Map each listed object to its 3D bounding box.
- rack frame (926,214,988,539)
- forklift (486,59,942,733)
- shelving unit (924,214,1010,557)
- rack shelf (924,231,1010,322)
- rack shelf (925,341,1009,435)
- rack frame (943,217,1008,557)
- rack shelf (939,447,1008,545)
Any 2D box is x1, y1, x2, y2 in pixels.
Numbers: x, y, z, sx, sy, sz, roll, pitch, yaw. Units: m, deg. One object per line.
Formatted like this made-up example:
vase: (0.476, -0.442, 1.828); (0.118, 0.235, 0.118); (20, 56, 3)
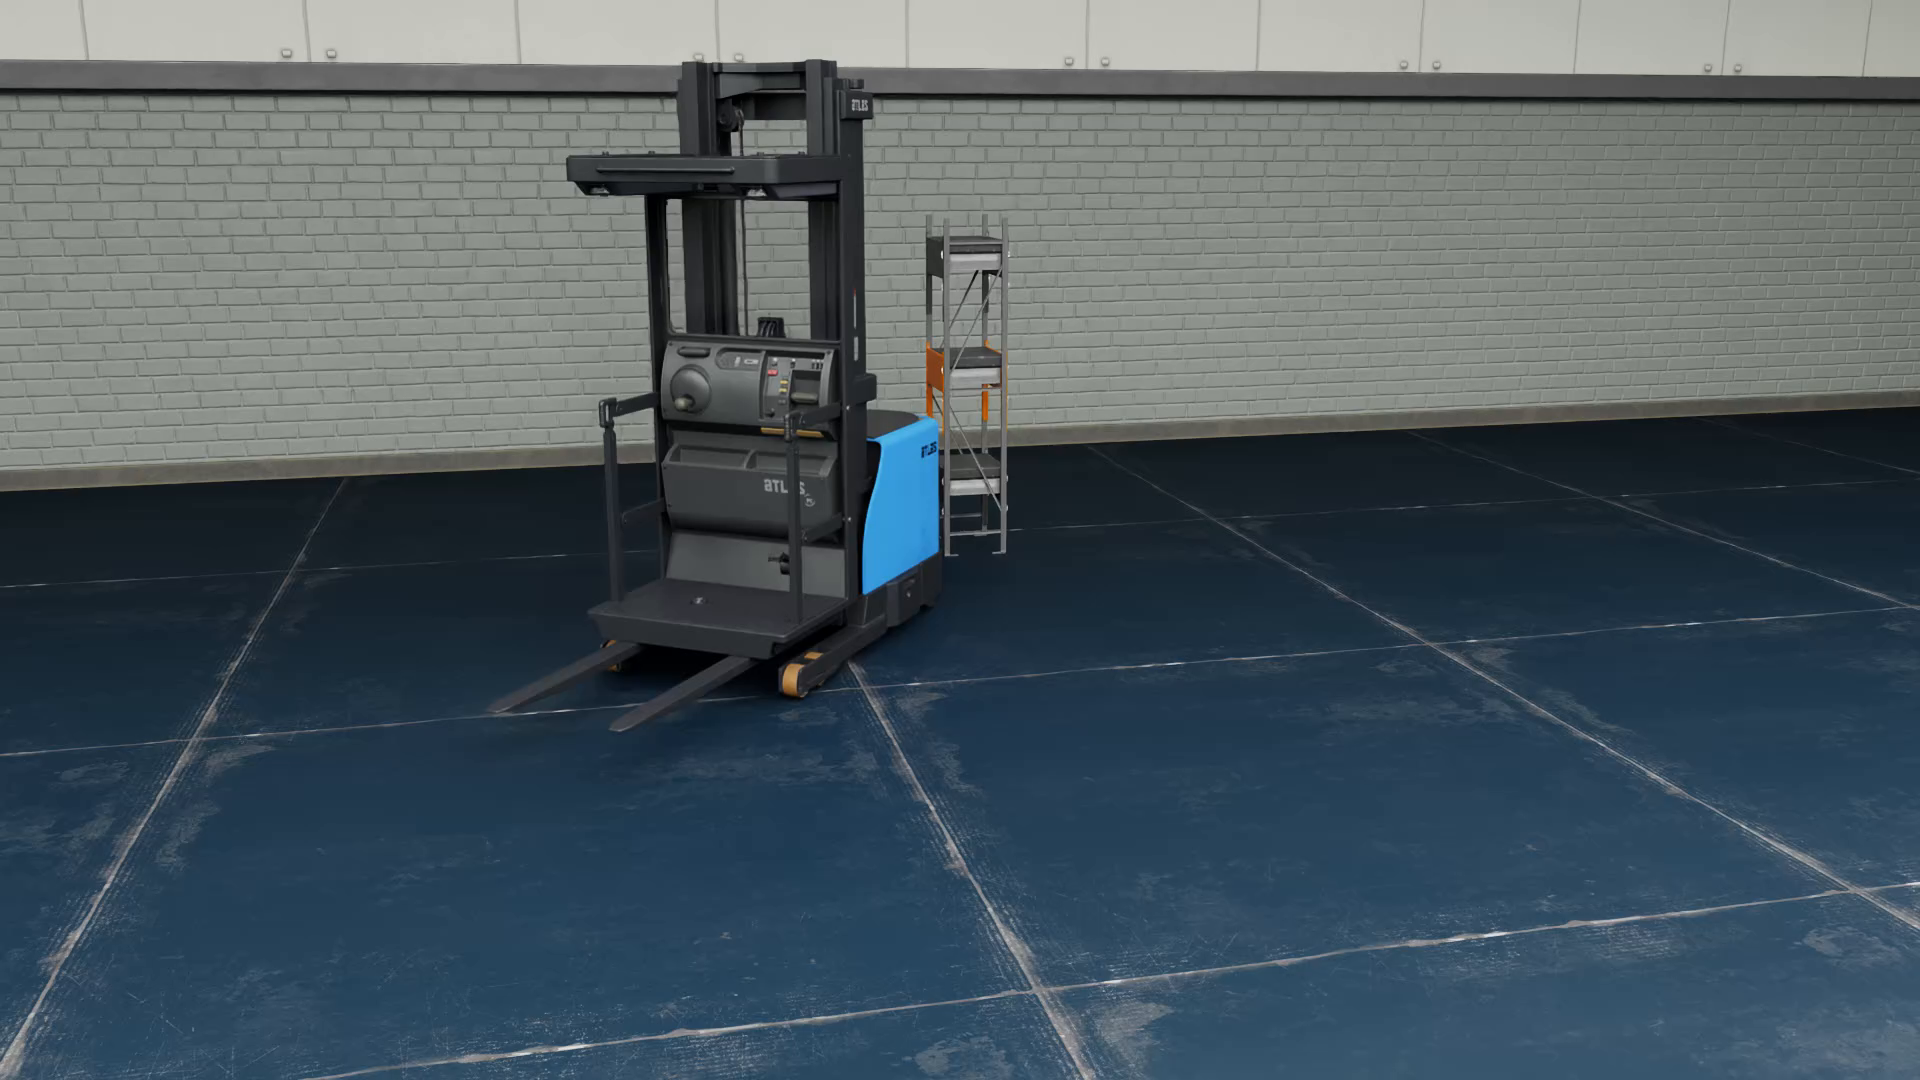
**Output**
rack frame: (-0.018, -1.038, 10.752); (0.400, 2.100, 0.015); (-3, 14, -13)
forklift: (-1.127, -0.788, 7.978); (1.130, 2.935, 3.031); (6, 15, 21)
shelving unit: (0.039, -0.982, 10.522); (0.431, 2.100, 0.503); (-3, 14, -13)
rack shelf: (0.039, -1.649, 10.359); (0.431, 0.518, 0.480); (-3, 14, -13)
rack shelf: (0.039, -0.969, 10.525); (0.431, 0.518, 0.480); (-3, 14, -13)
rack frame: (0.096, -0.926, 10.291); (0.400, 2.100, 0.015); (-3, 14, -13)
rack shelf: (0.039, -0.289, 10.691); (0.431, 0.518, 0.480); (-3, 14, -13)
